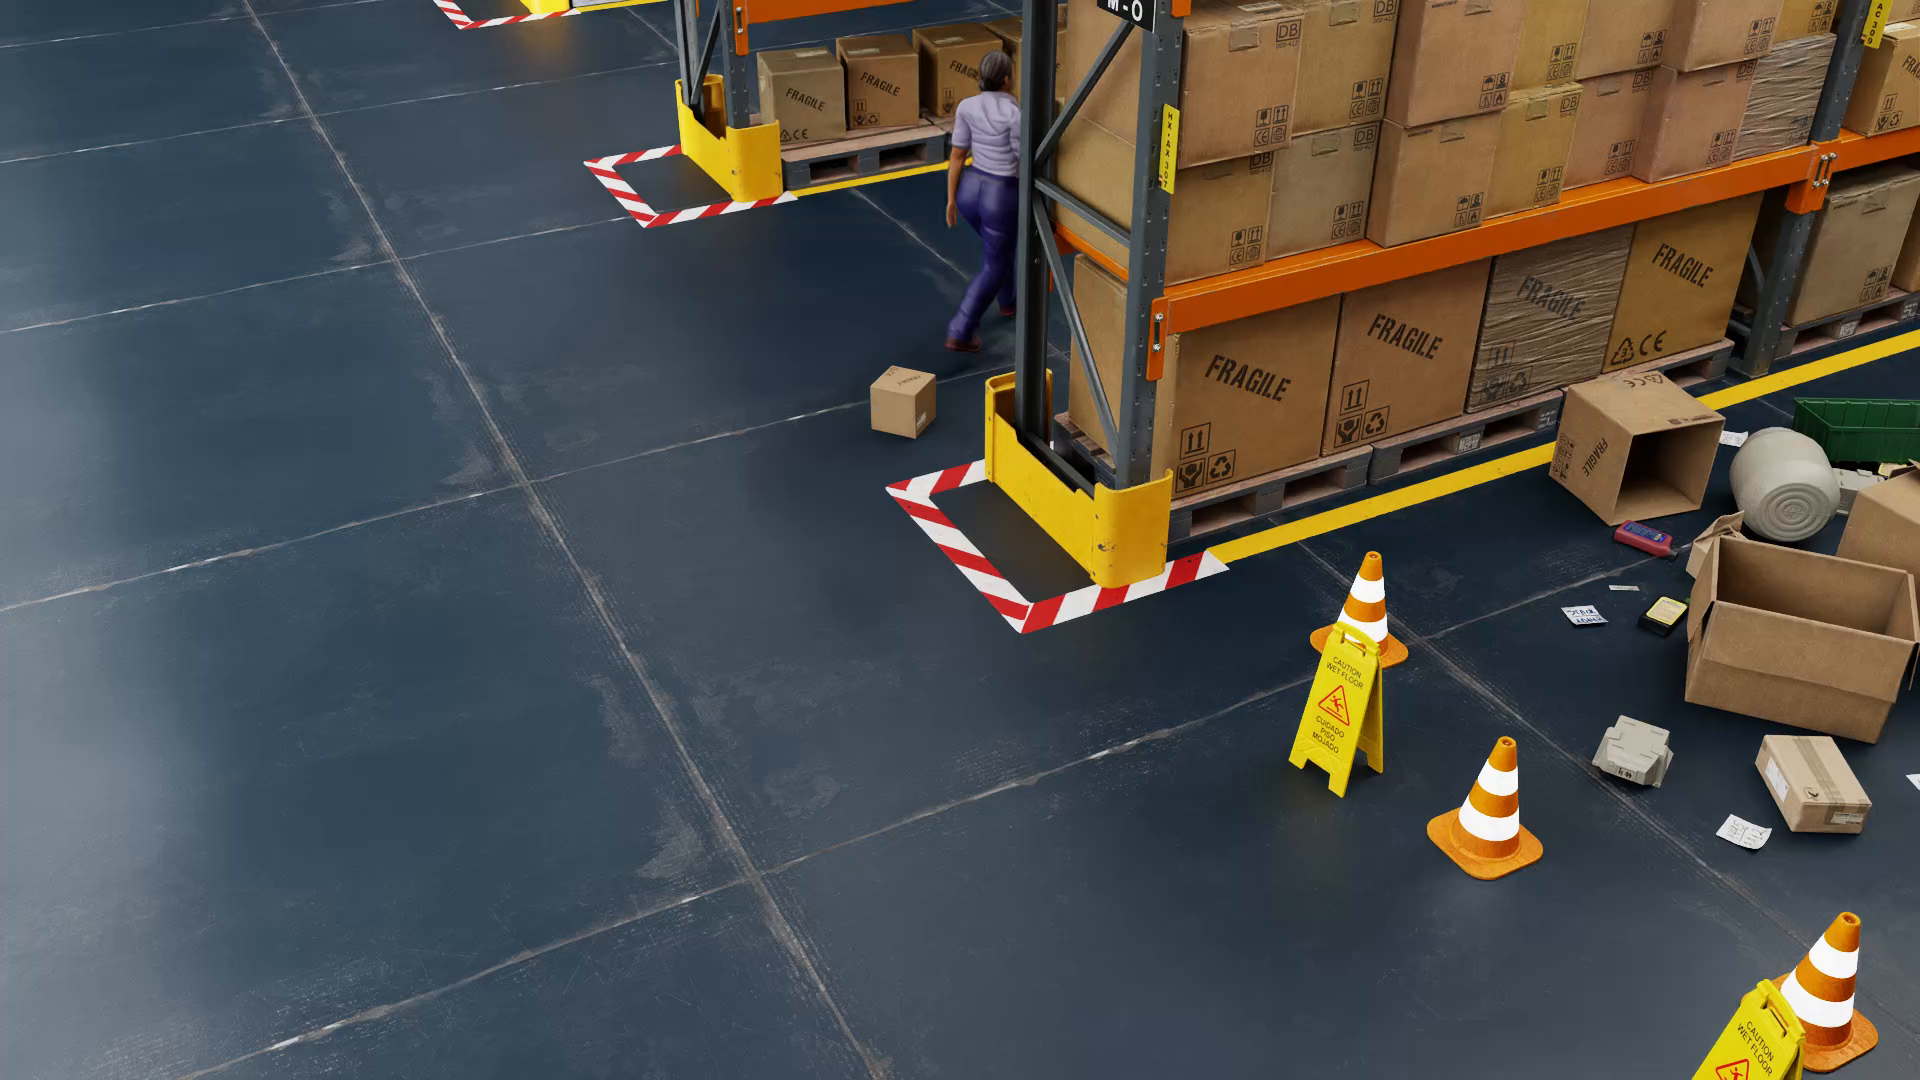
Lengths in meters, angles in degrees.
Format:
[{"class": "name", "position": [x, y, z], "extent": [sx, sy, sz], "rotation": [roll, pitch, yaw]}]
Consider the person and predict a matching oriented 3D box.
[{"class": "person", "position": [0.185, -1.831, 8.944], "extent": [0.483, 1.594, 1.005], "rotation": [25, 41, 33]}]
